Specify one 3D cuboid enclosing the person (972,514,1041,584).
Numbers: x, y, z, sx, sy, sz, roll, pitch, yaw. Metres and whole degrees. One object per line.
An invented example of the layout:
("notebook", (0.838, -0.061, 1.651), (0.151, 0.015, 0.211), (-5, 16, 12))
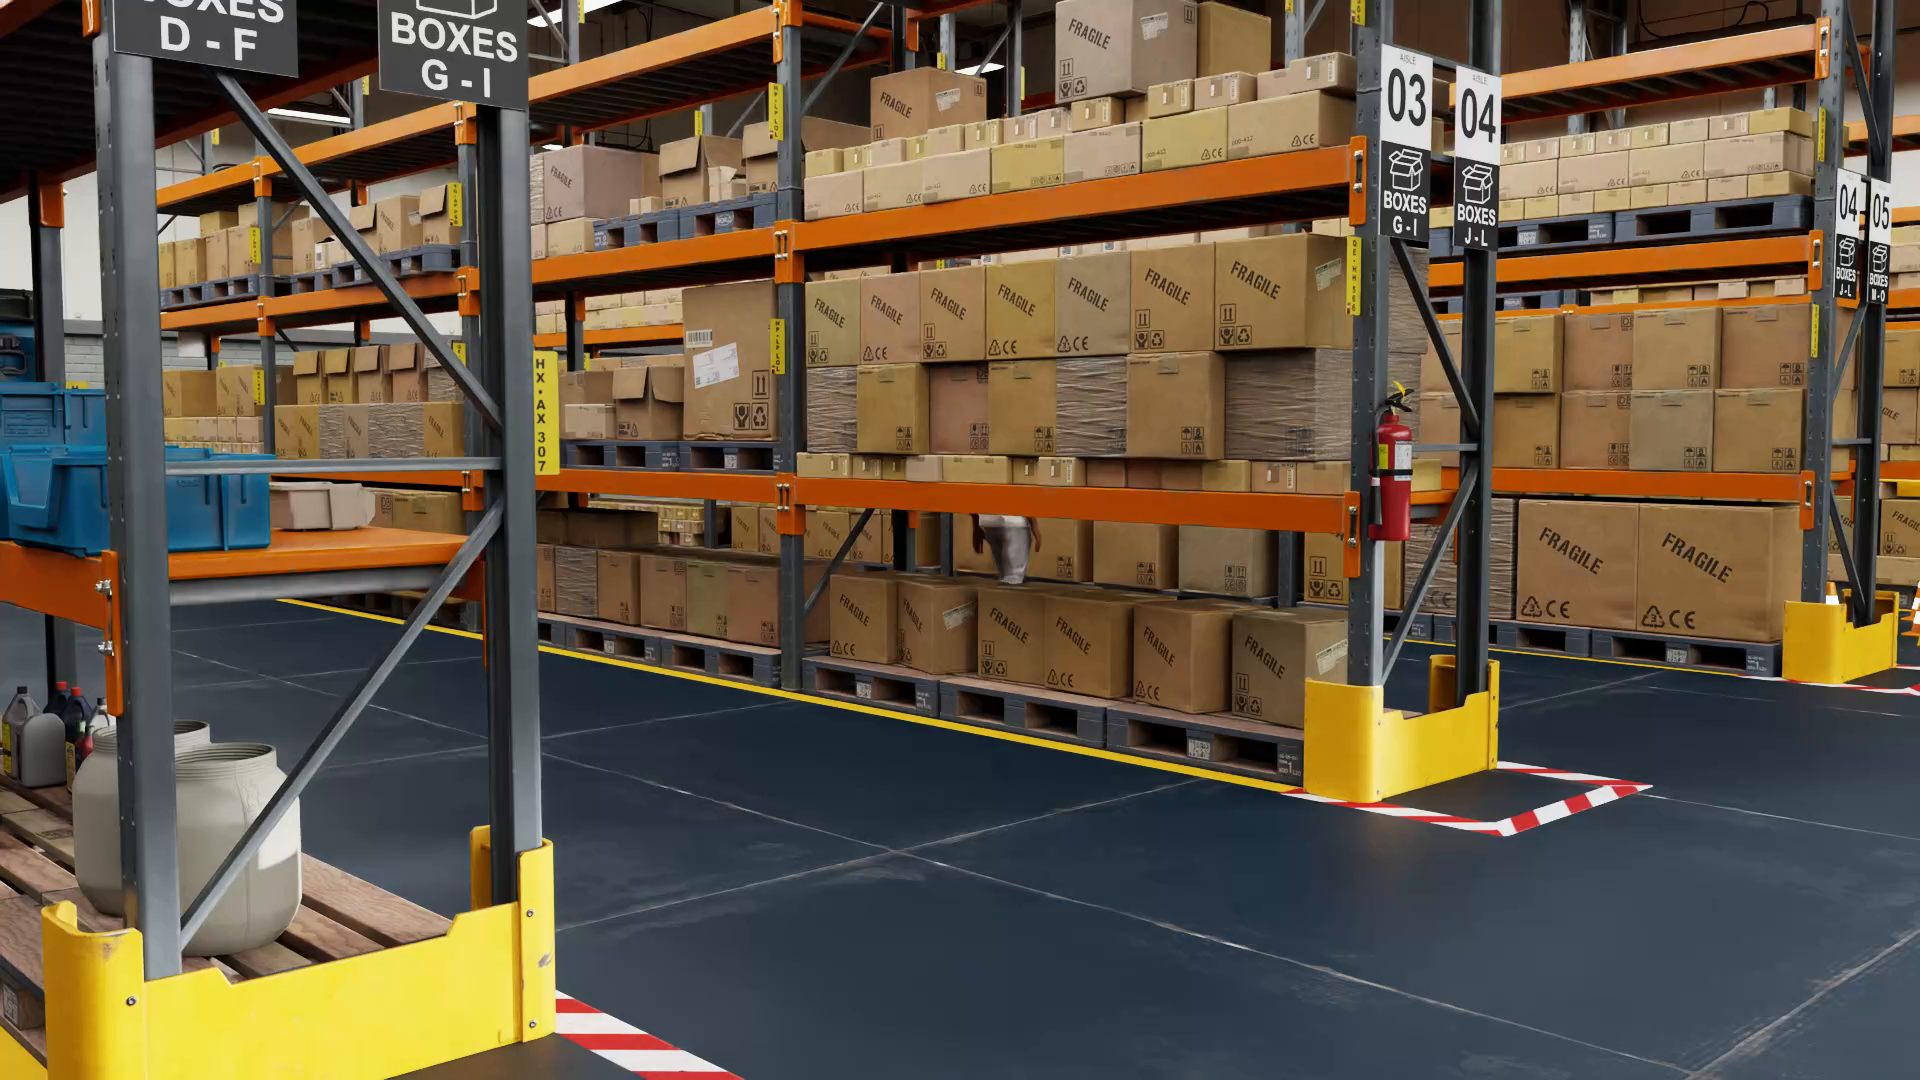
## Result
("person", (0.365, -0.103, 12.131), (0.904, 1.743, 0.602), (-4, 5, -44))
